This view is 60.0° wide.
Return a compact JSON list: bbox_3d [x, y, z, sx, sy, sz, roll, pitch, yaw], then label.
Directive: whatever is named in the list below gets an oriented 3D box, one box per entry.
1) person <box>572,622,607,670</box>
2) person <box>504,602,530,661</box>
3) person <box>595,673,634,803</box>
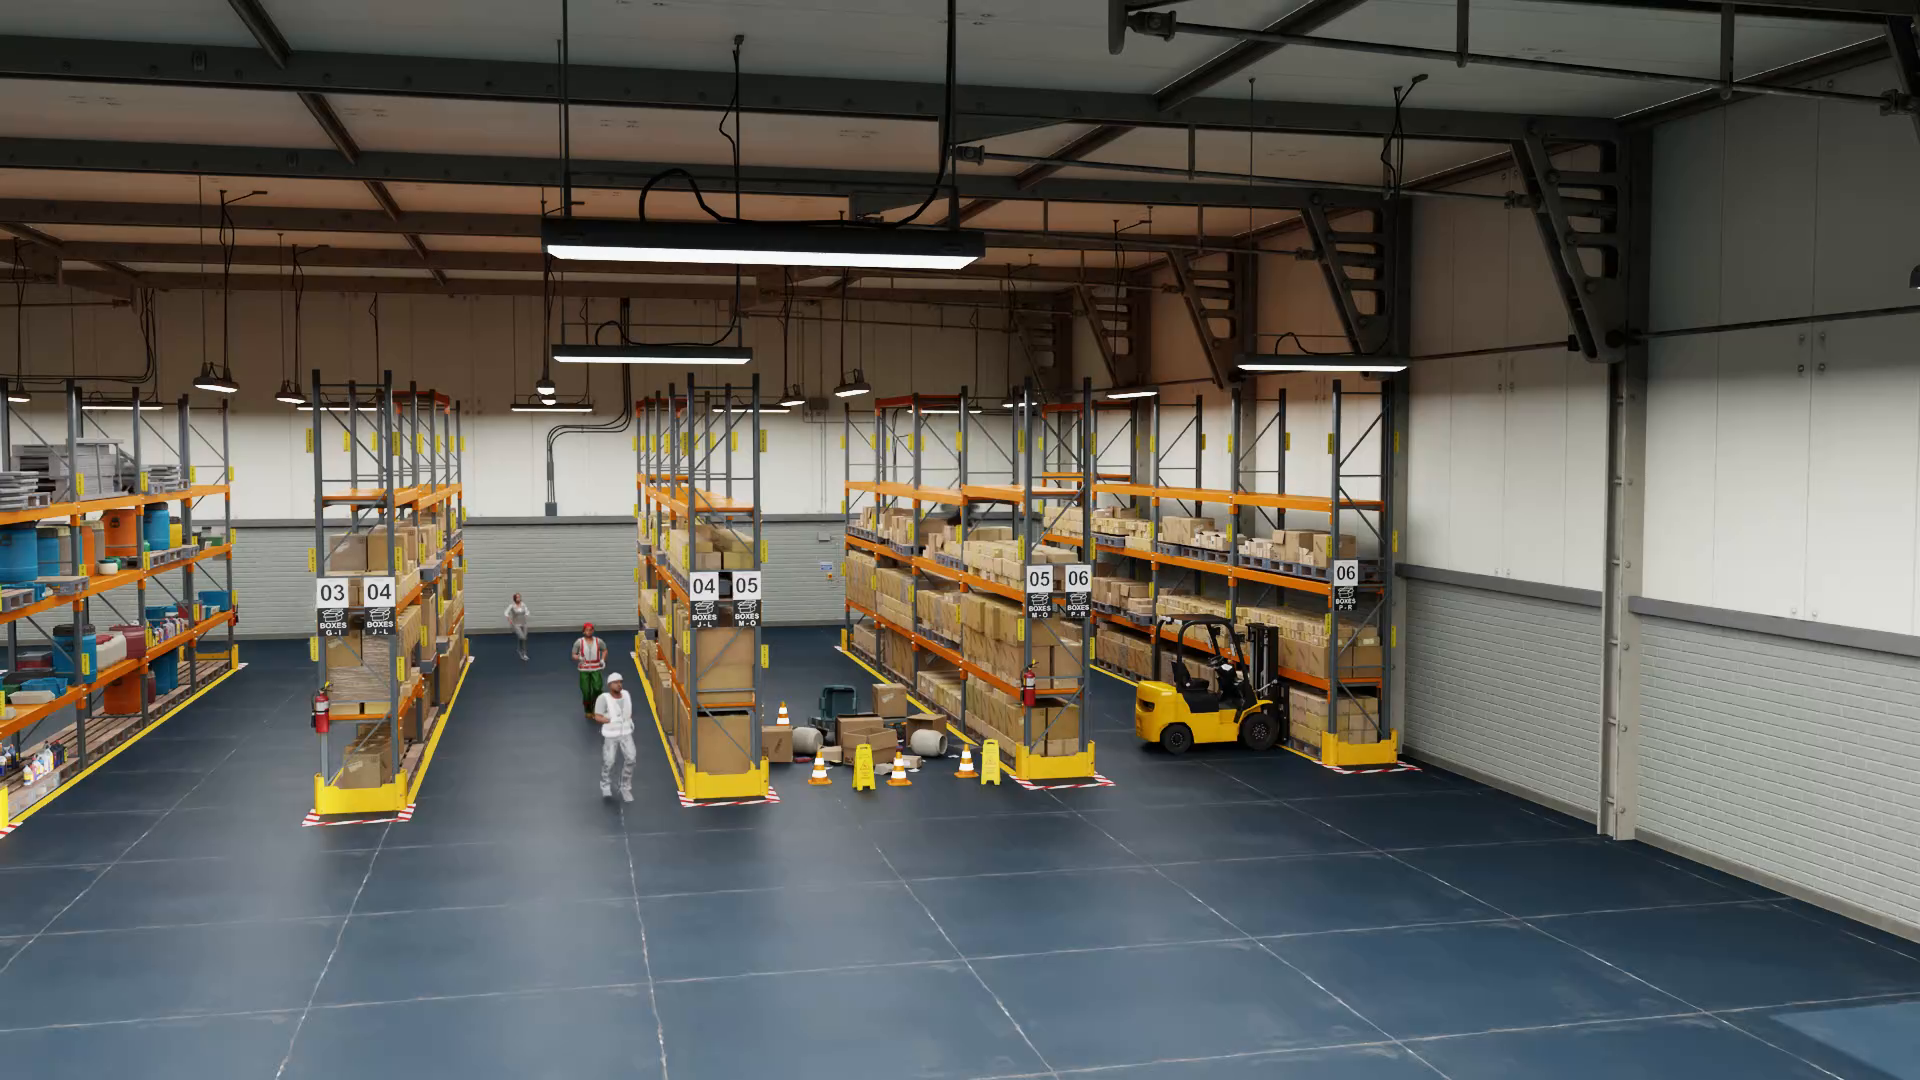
[{"bbox_3d":[-6.698,1.924,30.103,0.636,0.870,0.454,-1,3,-16],"label":"person"},{"bbox_3d":[-10.189,2.109,38.368,0.536,1.373,0.590,-3,5,-45],"label":"person"},{"bbox_3d":[-4.805,2.767,23.262,0.680,1.830,0.767,-2,4,-36],"label":"person"}]
